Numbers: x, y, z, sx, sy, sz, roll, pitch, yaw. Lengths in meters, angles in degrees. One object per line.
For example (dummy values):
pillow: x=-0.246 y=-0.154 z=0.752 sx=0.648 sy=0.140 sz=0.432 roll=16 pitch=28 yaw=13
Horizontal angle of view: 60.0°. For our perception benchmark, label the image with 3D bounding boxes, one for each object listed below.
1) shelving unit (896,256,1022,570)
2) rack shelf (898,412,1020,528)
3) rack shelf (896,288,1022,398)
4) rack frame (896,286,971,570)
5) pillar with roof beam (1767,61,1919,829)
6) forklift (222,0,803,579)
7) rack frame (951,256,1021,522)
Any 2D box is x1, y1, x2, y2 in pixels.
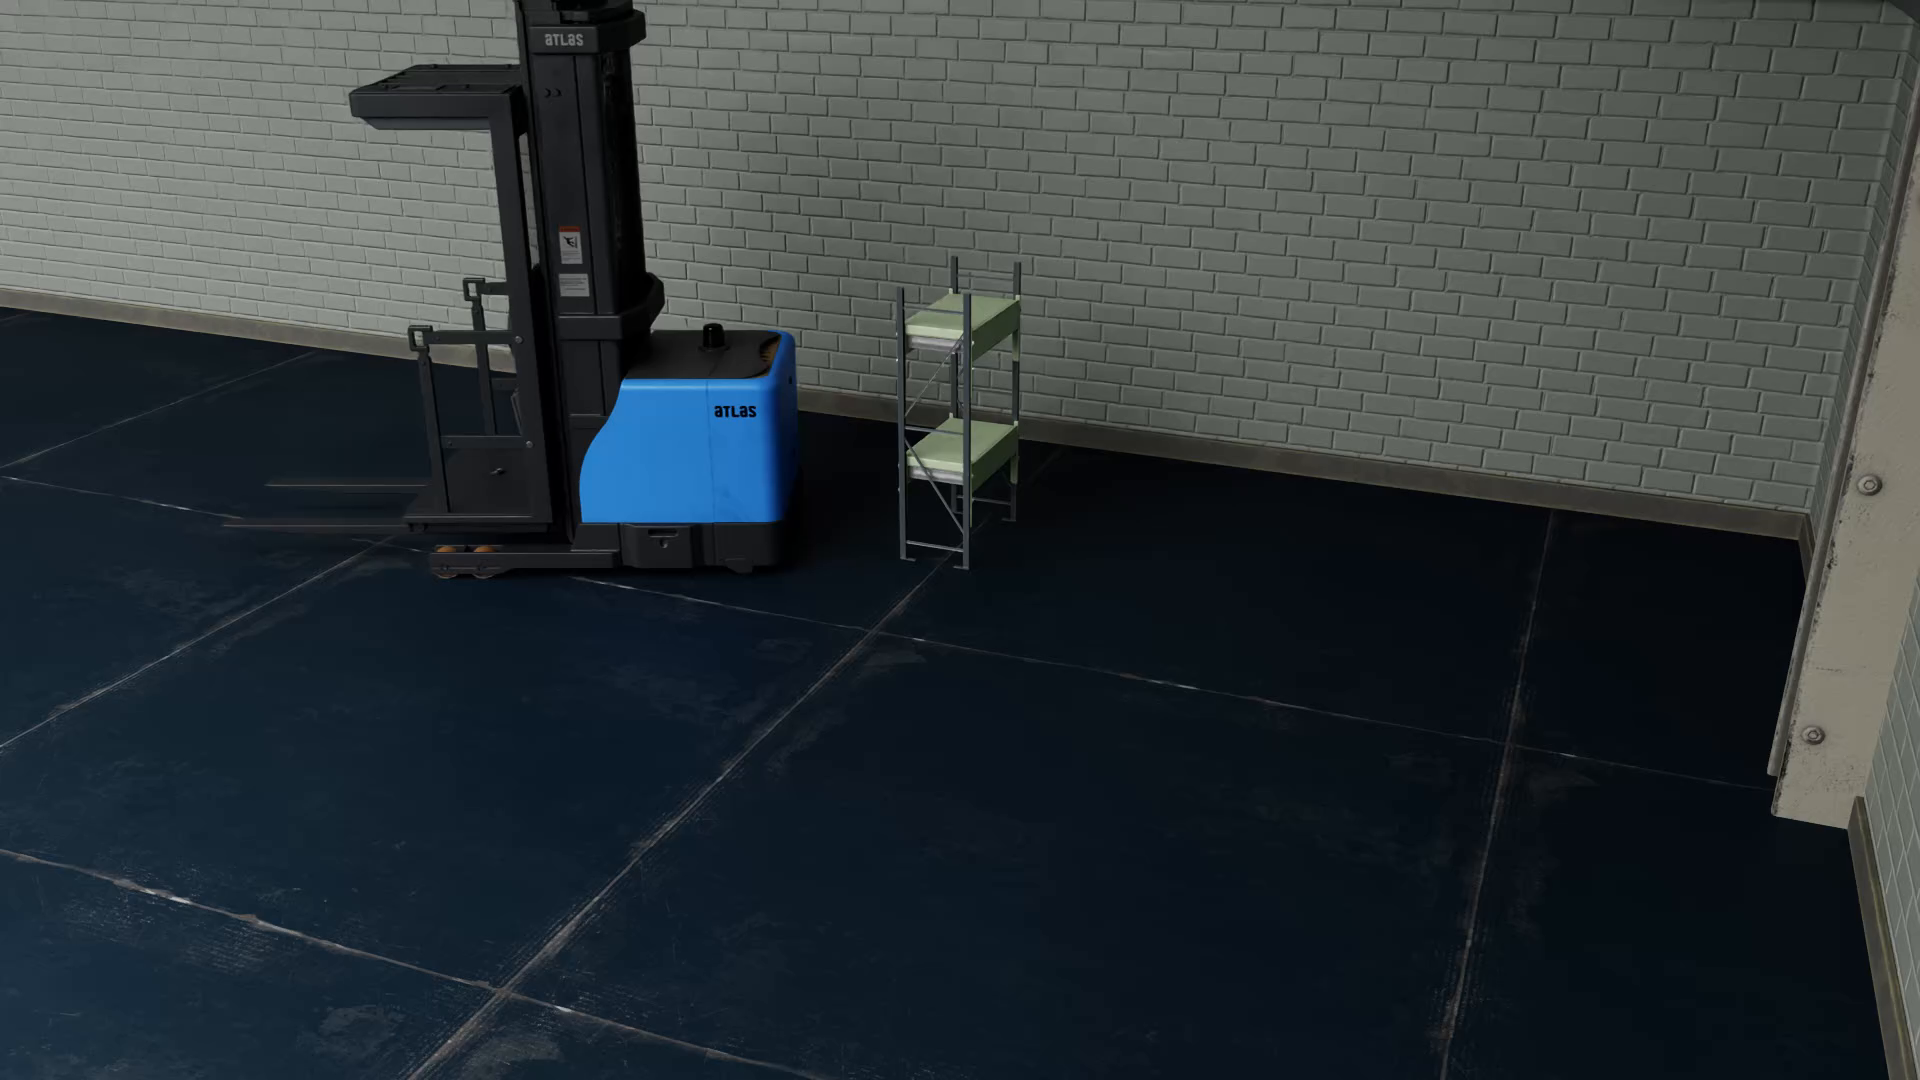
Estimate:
shelving unit: x=0.002 y=-0.694 z=8.967 sx=0.431 sy=1.500 sz=0.755 roll=9 pitch=24 yaw=20
rack shelf: x=0.002 y=-0.394 z=9.092 sx=0.431 sy=0.370 sz=0.720 roll=9 pitch=24 yaw=20
rack shelf: x=0.002 y=-1.055 z=8.816 sx=0.431 sy=0.370 sz=0.720 roll=9 pitch=24 yaw=20
rack frame: x=-0.133 y=-0.563 z=8.653 sx=0.400 sy=1.500 sz=0.023 roll=9 pitch=24 yaw=20
pillar with roof beam: x=-0.546 y=-3.721 z=6.483 sx=9.100 sy=9.000 sz=0.400 roll=9 pitch=24 yaw=20
forklift: x=-2.420 y=-1.353 z=8.685 sx=3.031 sy=2.935 sz=1.130 roll=0 pitch=23 yaw=0
rack frame: x=0.138 y=-0.825 z=9.280 sx=0.400 sy=1.500 sz=0.023 roll=9 pitch=24 yaw=20
